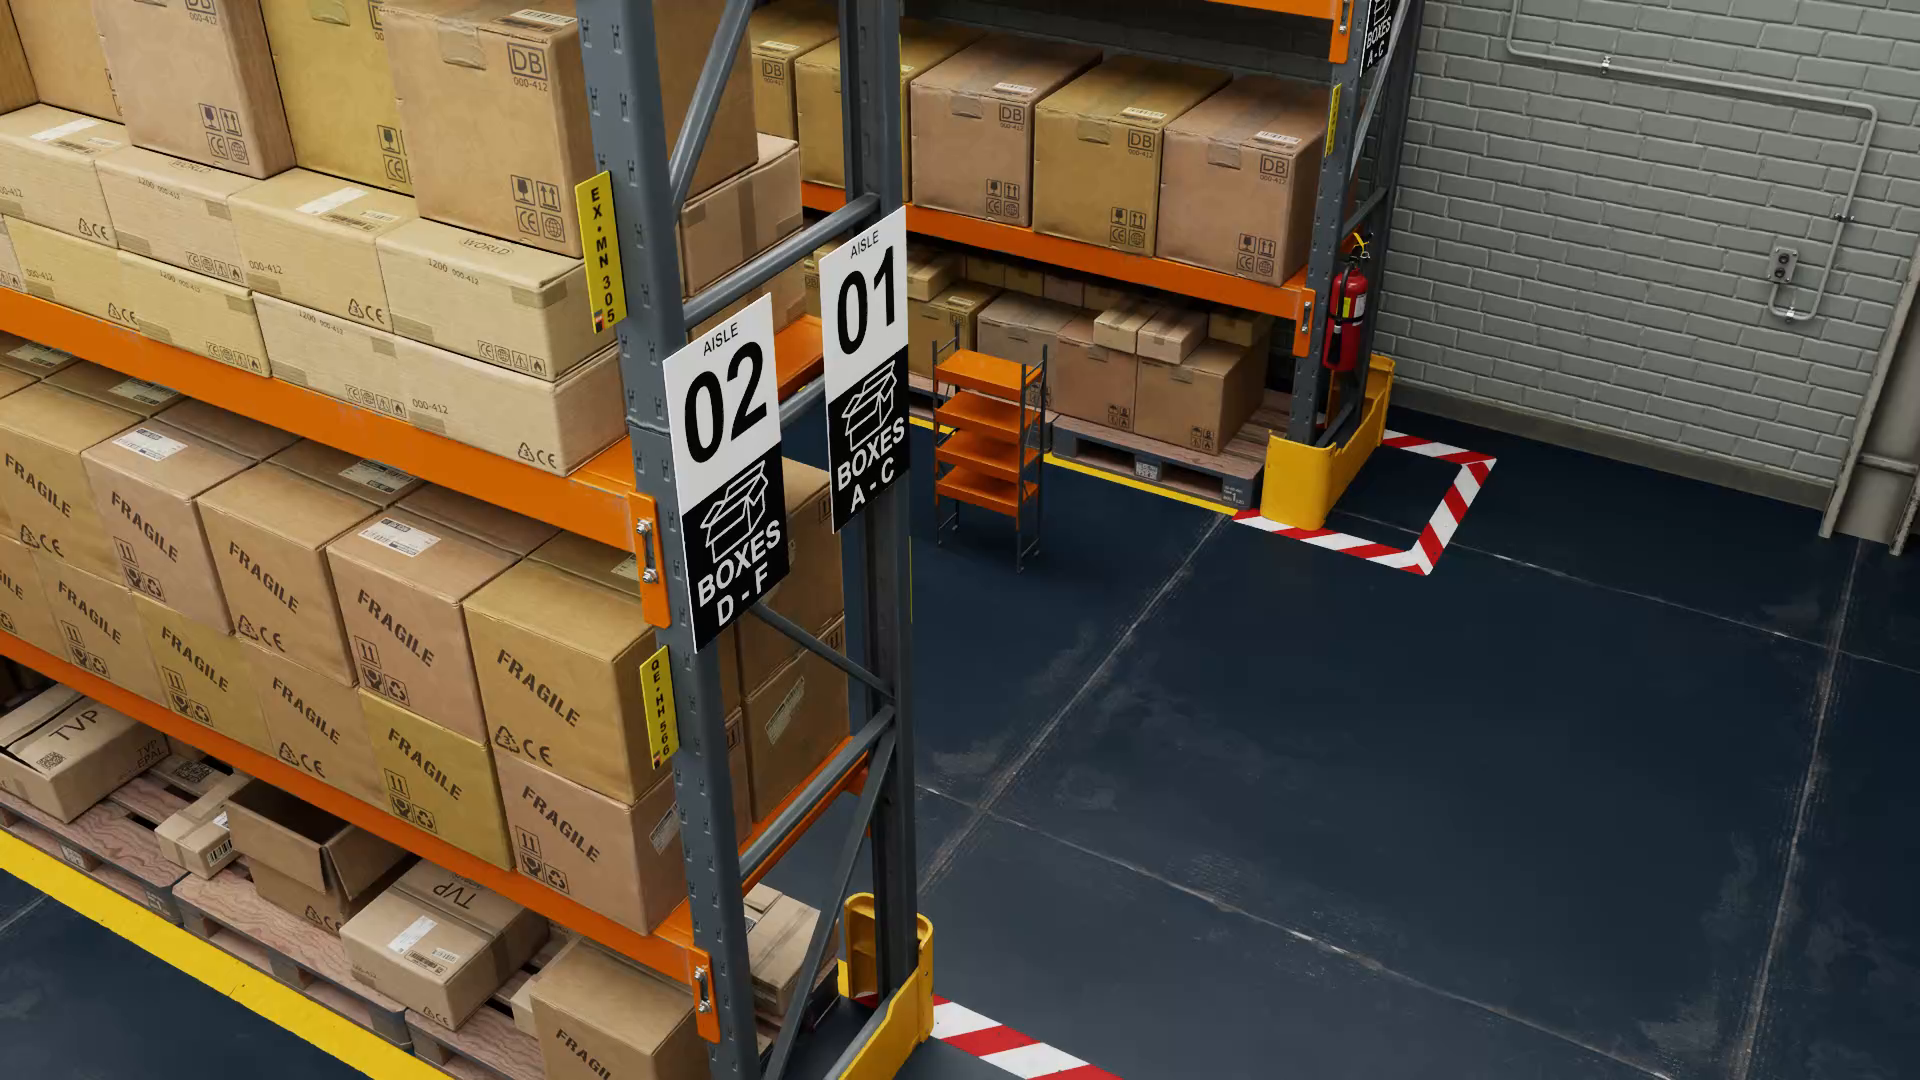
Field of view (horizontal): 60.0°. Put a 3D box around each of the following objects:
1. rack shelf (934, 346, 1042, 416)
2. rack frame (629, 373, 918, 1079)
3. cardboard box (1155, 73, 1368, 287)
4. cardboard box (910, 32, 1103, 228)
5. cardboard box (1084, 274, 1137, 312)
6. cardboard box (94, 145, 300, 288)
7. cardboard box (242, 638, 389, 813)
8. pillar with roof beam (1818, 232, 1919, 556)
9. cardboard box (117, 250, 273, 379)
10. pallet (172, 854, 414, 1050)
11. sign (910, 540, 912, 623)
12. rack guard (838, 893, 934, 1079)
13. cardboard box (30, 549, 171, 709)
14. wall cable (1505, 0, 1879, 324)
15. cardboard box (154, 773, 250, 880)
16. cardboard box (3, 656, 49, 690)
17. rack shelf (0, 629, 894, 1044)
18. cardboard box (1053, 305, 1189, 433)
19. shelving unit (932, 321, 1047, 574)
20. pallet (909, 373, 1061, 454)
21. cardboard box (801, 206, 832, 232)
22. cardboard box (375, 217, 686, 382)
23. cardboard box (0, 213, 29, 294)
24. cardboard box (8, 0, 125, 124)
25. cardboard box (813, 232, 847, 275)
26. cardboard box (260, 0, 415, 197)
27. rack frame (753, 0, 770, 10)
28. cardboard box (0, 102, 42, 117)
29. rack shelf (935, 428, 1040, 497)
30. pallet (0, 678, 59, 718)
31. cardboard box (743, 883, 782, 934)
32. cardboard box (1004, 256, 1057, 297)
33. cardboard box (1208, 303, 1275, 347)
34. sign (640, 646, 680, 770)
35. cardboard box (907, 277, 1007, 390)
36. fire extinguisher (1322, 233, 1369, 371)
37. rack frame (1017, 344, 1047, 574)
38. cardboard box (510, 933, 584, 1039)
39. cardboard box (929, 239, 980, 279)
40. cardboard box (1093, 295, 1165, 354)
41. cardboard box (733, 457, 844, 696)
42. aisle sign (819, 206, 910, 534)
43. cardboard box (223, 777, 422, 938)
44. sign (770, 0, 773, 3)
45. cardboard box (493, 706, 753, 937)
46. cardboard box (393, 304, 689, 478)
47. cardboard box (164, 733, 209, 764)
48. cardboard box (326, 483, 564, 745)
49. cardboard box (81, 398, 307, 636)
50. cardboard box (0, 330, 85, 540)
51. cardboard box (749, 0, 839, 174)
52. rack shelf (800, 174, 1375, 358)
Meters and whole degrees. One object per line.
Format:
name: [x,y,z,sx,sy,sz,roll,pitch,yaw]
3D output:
rack shelf: [0.144,-0.781,8.131,0.480,0.148,0.258,18,37,24]
rack frame: [-0.445,0.766,4.893,0.127,3.000,1.000,18,37,24]
cardboard box: [1.562,-1.879,8.594,0.700,0.700,0.980,19,38,26]
cardboard box: [0.268,-2.288,9.208,0.700,0.700,0.980,16,37,22]
cardboard box: [0.903,-1.437,9.493,0.250,0.149,0.380,18,38,25]
cardboard box: [-1.884,-0.923,4.408,0.500,0.250,0.500,18,37,24]
cardboard box: [-1.851,0.452,5.275,0.500,0.500,0.500,18,38,25]
pillar with roof beam: [2.647,-1.718,3.210,0.400,9.000,9.100,18,37,24]
cardboard box: [-1.891,-0.708,4.536,0.500,0.250,0.500,18,37,24]
pallet: [-2.259,1.351,6.530,1.213,0.211,1.003,18,37,24]
sign: [-0.176,0.145,5.045,0.005,0.325,0.100,18,37,24]
rack guard: [-0.511,1.786,5.617,0.348,0.500,1.175,18,37,24]
cardboard box: [-2.731,0.174,5.692,0.500,0.500,0.500,17,37,24]
wall cable: [3.591,-2.144,8.347,1.851,1.984,0.084,18,37,24]
cardboard box: [-2.905,1.115,6.528,0.250,0.166,0.380,18,37,24]
cardboard box: [-4.217,0.273,7.492,0.500,0.500,0.500,16,37,22]
rack shelf: [-2.181,0.516,5.918,4.000,0.370,1.077,18,37,24]
cardboard box: [0.918,-1.035,9.474,0.500,0.500,0.700,17,37,24]
shelving unit: [0.144,-0.454,8.349,0.503,1.200,0.258,18,37,24]
pallet: [0.222,-0.976,10.025,1.213,0.211,1.003,18,37,24]
cardboard box: [-0.892,-2.003,10.343,0.250,0.149,0.380,17,37,24]
cardboard box: [-1.017,-0.646,3.992,0.500,0.250,0.500,18,37,24]
cardboard box: [-2.753,-0.989,4.958,0.500,0.250,0.500,18,37,24]
cardboard box: [-2.166,-1.520,4.628,0.500,0.500,0.700,18,37,24]
cardboard box: [-0.658,-1.686,9.867,0.250,0.149,0.380,19,38,26]
cardboard box: [-1.291,-1.252,4.225,0.500,0.500,0.700,18,37,24]
rack frame: [-1.463,-2.719,10.126,0.127,3.000,1.000,18,37,24]
cardboard box: [-2.755,-1.195,4.816,0.500,0.250,0.500,18,37,24]
rack shelf: [0.144,-0.398,8.386,0.480,0.148,0.258,18,37,24]
pallet: [-4.643,0.622,7.626,1.213,0.211,1.003,18,37,24]
cardboard box: [-0.855,1.413,6.081,0.250,0.166,0.380,18,37,24]
cardboard box: [0.459,-1.577,9.703,0.250,0.149,0.380,18,38,25]
cardboard box: [1.560,-1.229,9.181,0.250,0.149,0.380,18,38,25]
sign: [-0.738,0.414,4.092,0.005,0.325,0.100,18,37,24]
cardboard box: [0.014,-1.316,9.896,0.500,0.500,0.700,18,38,25]
fire extinguisher: [1.912,-1.168,8.203,0.183,0.674,0.296,18,37,24]
rack frame: [0.356,-0.387,8.248,0.015,1.200,0.240,18,37,24]
cardboard box: [-1.346,1.577,5.835,0.250,0.166,0.380,18,37,24]
cardboard box: [0.015,-1.717,9.914,0.250,0.149,0.380,18,38,25]
cardboard box: [0.928,-1.185,9.114,0.250,0.149,0.380,19,38,26]
cardboard box: [-0.699,0.060,4.962,0.500,0.500,0.500,19,38,26]
aisle sign: [-0.240,-0.438,4.356,0.004,0.787,0.394,18,37,24]
cardboard box: [-2.284,1.036,6.343,0.637,0.503,0.797,18,37,24]
sign: [-1.189,-3.379,10.266,0.005,0.325,0.100,18,37,24]
cardboard box: [-0.969,0.733,4.853,0.500,0.500,0.500,19,38,26]
cardboard box: [-1.022,-0.434,4.125,0.500,0.250,0.500,18,37,24]
cardboard box: [-3.282,0.544,7.085,0.500,0.500,0.500,18,37,24]
cardboard box: [-1.407,0.180,4.781,0.500,0.500,0.500,19,38,26]
cardboard box: [-2.305,-0.102,5.204,0.500,0.500,0.500,19,38,26]
cardboard box: [-3.200,-0.385,5.629,0.500,0.500,0.500,16,37,23]
cardboard box: [-1.000,-2.686,9.807,0.700,0.700,0.980,18,38,25]
rack shelf: [0.273,-1.869,9.500,4.000,0.370,1.077,18,37,24]
